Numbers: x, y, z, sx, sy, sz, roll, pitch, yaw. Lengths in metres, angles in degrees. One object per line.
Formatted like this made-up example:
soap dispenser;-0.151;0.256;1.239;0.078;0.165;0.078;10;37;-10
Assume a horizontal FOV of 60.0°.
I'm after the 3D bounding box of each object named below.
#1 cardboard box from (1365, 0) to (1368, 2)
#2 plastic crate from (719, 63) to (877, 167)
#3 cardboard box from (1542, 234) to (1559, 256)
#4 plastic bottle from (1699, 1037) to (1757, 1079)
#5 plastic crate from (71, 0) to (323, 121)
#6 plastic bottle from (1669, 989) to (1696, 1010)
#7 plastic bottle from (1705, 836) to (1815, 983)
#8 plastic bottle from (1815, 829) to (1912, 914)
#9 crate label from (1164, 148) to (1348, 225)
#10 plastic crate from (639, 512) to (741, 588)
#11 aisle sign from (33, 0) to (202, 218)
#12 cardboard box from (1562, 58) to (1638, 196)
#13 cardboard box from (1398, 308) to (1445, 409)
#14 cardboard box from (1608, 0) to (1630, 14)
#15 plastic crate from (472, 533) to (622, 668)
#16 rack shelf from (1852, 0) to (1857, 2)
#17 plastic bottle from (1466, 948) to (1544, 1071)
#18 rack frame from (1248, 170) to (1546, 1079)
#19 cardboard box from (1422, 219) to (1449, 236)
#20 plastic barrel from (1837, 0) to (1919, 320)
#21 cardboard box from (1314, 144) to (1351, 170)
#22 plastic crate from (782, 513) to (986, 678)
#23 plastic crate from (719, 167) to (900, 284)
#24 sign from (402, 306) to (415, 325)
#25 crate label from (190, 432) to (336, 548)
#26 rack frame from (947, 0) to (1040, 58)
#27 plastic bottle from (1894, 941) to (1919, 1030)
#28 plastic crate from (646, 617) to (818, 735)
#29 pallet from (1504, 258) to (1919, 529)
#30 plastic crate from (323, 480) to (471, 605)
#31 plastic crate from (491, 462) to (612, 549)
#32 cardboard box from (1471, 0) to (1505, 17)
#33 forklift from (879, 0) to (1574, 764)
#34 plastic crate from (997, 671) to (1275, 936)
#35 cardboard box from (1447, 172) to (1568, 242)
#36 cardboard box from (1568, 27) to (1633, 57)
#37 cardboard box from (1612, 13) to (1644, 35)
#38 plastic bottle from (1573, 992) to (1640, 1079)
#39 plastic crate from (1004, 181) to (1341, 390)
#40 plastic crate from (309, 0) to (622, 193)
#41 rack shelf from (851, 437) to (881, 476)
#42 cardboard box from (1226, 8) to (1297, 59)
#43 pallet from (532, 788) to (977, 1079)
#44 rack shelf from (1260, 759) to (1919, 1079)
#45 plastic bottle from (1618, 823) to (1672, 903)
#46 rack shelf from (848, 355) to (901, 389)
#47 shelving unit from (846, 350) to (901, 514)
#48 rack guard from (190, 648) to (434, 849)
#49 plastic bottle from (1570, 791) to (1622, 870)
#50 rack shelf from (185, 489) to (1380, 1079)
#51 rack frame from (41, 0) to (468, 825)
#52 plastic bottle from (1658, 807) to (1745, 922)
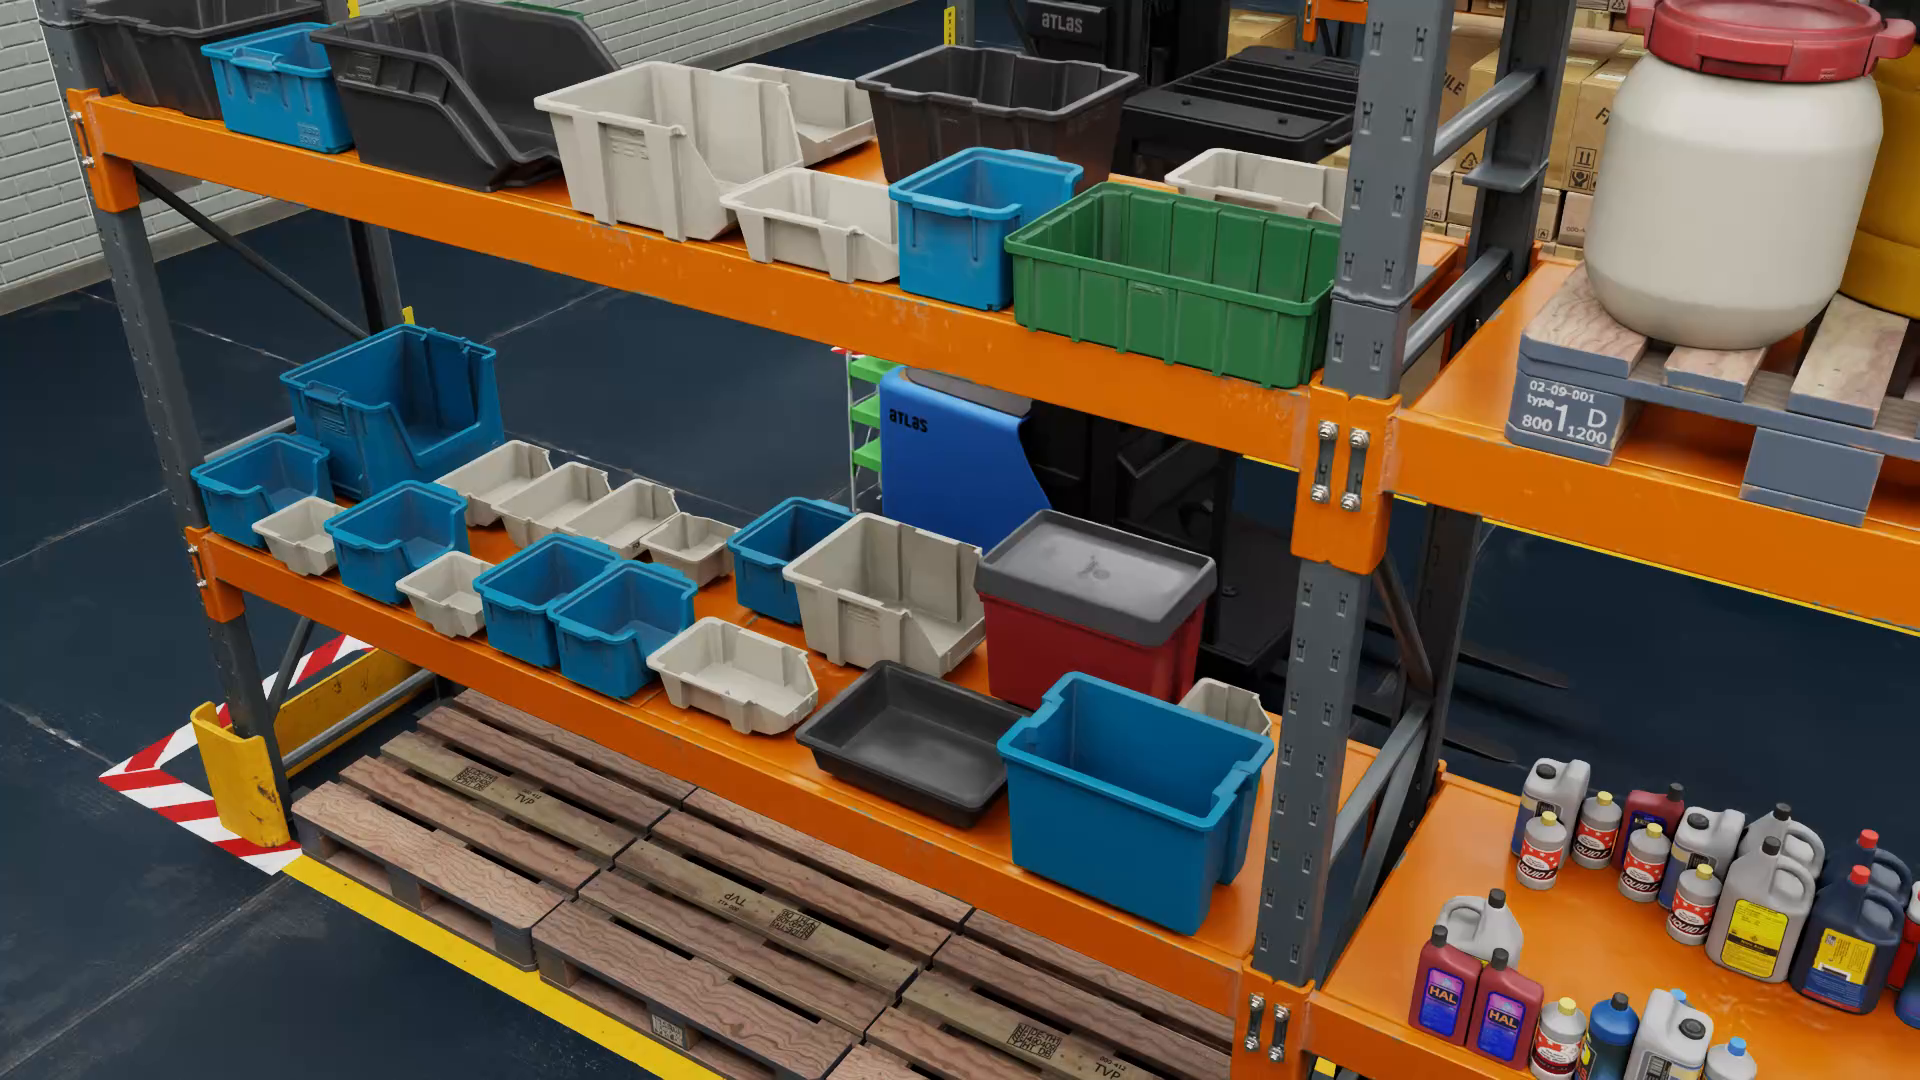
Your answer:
cardboard box;3.305;-4.234;12.780;0.250;0.149;0.380;19;35;29
plastic crate;-0.506;-1.150;4.529;0.530;0.136;0.437;18;35;27
cardboard box;2.765;-1.429;7.973;0.250;0.149;0.380;17;34;27
plastic bottle;1.583;1.139;3.449;0.097;0.271;0.097;0;30;0
plastic crate;-2.210;-1.433;4.883;0.590;0.269;0.497;18;35;27
plastic bottle;1.550;1.068;3.640;0.097;0.201;0.097;0;30;0
plastic bottle;1.876;0.845;3.874;0.185;0.351;0.144;18;35;27
plastic bottle;2.109;0.833;3.894;0.185;0.351;0.144;18;35;27
crate label;0.739;-0.781;3.896;0.466;0.136;0.293;18;35;27
plastic crate;-0.854;0.033;5.419;0.250;0.136;0.298;18;35;27
aisle sign;-2.607;-1.431;5.147;0.004;0.787;0.394;18;35;27
cardboard box;3.102;-1.855;7.562;0.500;0.500;0.500;19;35;29
cardboard box;2.354;-1.174;8.977;0.875;0.875;0.875;18;35;27
cardboard box;4.936;-4.002;11.739;0.500;0.500;0.500;17;34;27
plastic crate;-1.239;0.190;5.054;0.300;0.233;0.416;18;35;27
rack shelf;5.327;-1.907;6.280;4.000;0.370;1.077;18;35;27
plastic bottle;1.197;1.022;3.637;0.133;0.283;0.061;18;35;27
rack frame;1.000;0.656;4.149;0.127;3.000;1.000;18;35;27
cardboard box;2.329;-1.567;8.209;0.250;0.149;0.380;18;35;28
plastic barrel;1.881;-0.745;2.970;0.600;0.588;0.600;0;30;0
cardboard box;1.820;-1.940;8.452;0.500;0.250;0.500;17;34;26
plastic crate;-0.196;0.193;5.000;0.530;0.282;0.437;18;35;27
plastic crate;-0.280;-0.704;3.766;0.466;0.136;0.293;18;35;27
sign;-2.109;-0.726;6.355;0.005;0.325;0.100;18;35;27
crate label;-2.354;-0.163;5.659;0.303;0.233;0.416;18;35;27
rack frame;0.245;-2.530;9.610;0.127;3.000;1.000;18;35;27
plastic bottle;2.192;0.970;3.738;0.097;0.271;0.097;0;30;0
plastic crate;-0.635;0.405;4.780;0.466;0.136;0.293;18;35;27
pallet;1.716;-0.390;3.153;1.003;0.211;1.213;18;35;27
plastic crate;-1.796;0.013;5.357;0.300;0.233;0.416;18;35;27
plastic crate;-1.363;-0.103;5.652;0.243;0.136;0.396;18;35;27
cardboard box;4.014;-4.045;12.456;0.250;0.149;0.380;17;34;27
forklift;1.106;-0.815;6.738;3.031;2.935;1.130;21;36;31
plastic crate;0.423;0.657;4.103;0.575;0.384;0.392;18;35;27
cardboard box;2.680;-1.666;7.982;0.500;0.250;0.500;19;35;29
cardboard box;2.950;-2.219;8.186;0.500;0.500;0.500;18;35;27
cardboard box;4.880;-3.766;11.979;0.250;0.149;0.380;17;34;27
plastic bottle;1.387;1.076;3.556;0.097;0.271;0.097;0;30;0
plastic crate;0.480;-0.533;3.420;0.662;0.188;0.450;18;35;27
plastic crate;-1.240;-1.158;4.343;0.767;0.338;0.504;18;35;27
rack shelf;-0.277;-0.364;8.287;0.480;0.148;0.258;21;36;31
cardboard box;1.374;-2.403;8.503;0.500;0.500;0.500;17;34;26
pallet;-0.681;1.353;5.721;1.213;0.211;1.003;18;35;27
rack shelf;2.694;1.502;3.412;4.000;0.370;1.077;18;35;27
plastic bottle;1.699;0.790;4.116;0.097;0.201;0.097;0;30;0
rack shelf;-0.277;-0.779;8.045;0.480;0.148;0.258;21;36;31
shelving unit;-0.277;-0.627;8.134;0.503;1.200;0.258;21;36;31
rack guard;-2.415;0.663;6.618;0.348;0.500;1.175;18;35;27
plastic bottle;1.618;0.728;4.222;0.097;0.201;0.097;0;30;0
rack shelf;-0.694;0.431;5.249;4.000;0.370;1.077;18;35;27
rack frame;-2.388;-0.416;5.986;0.127;3.000;1.000;18;35;27
plastic bottle;1.815;0.775;4.068;0.135;0.276;0.152;18;35;27
